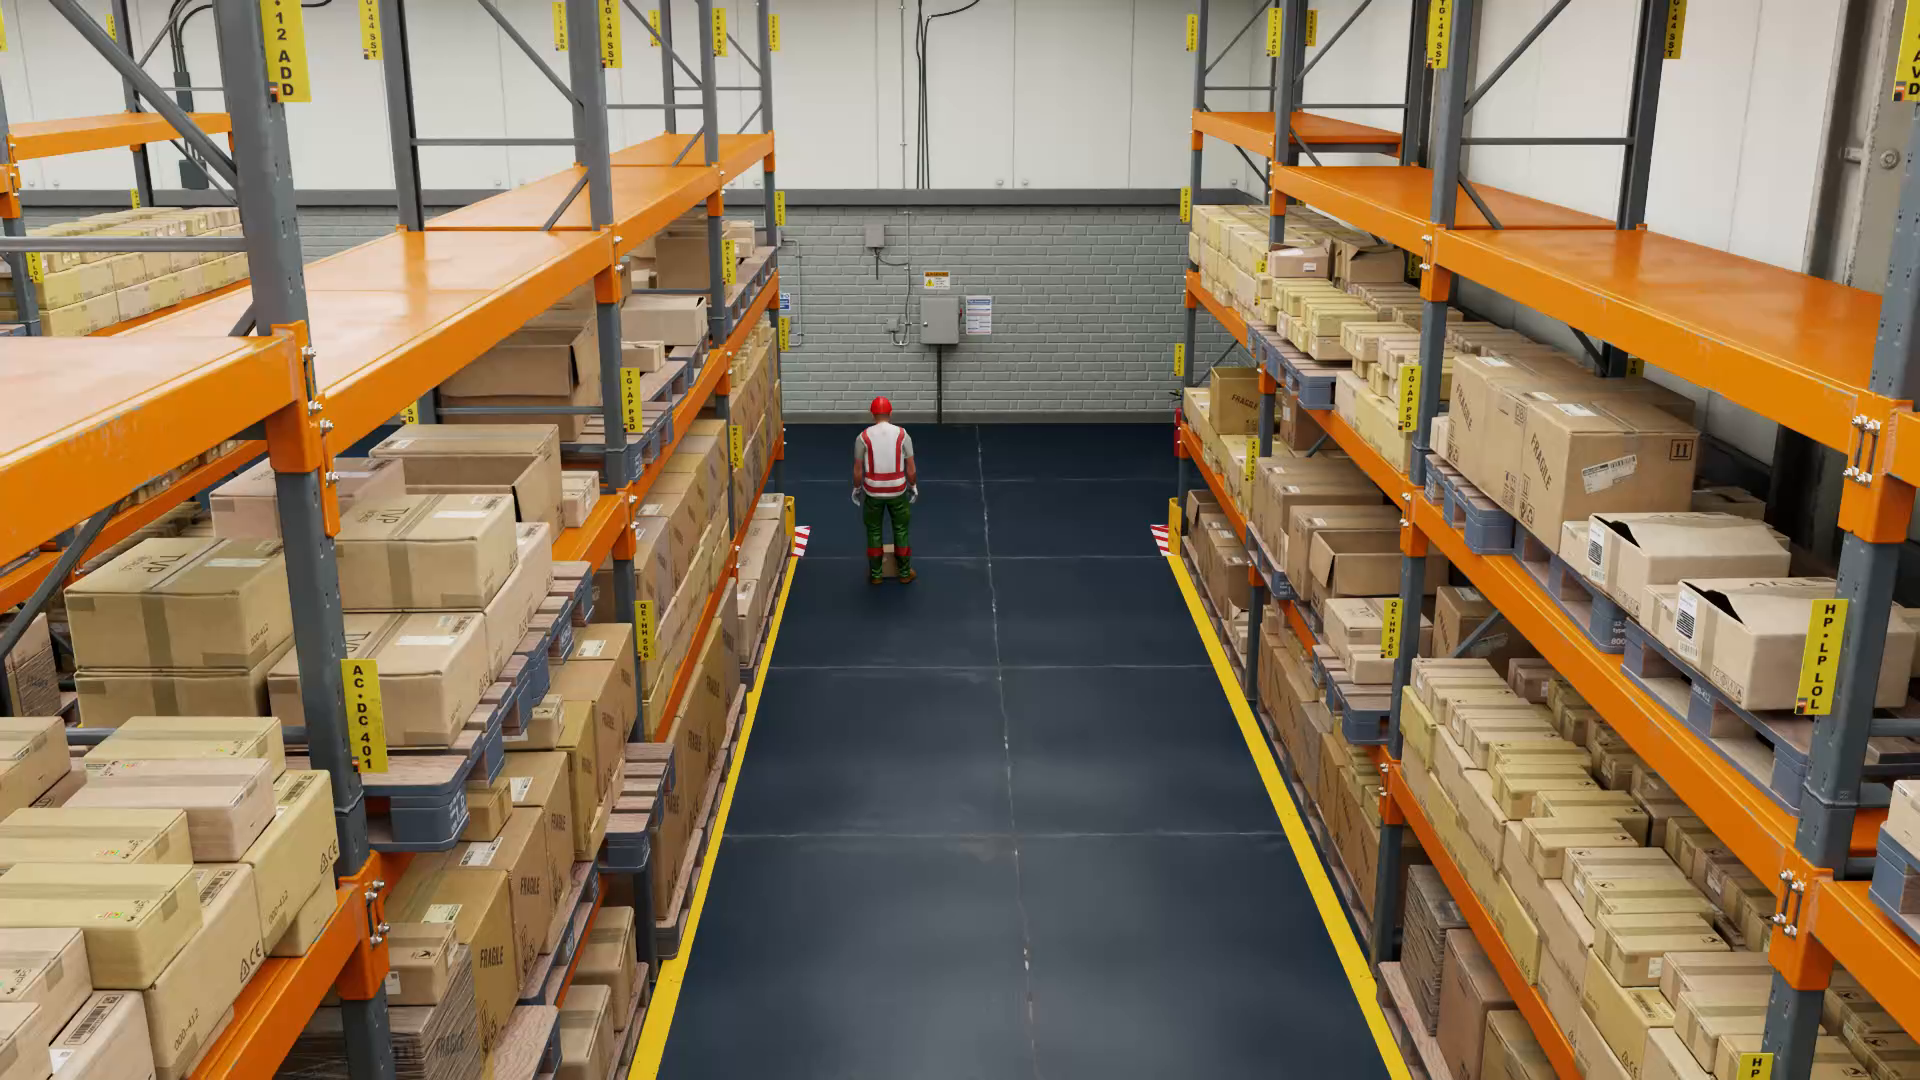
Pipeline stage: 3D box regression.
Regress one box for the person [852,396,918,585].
[{"bbox_3d":[-0.706,-0.465,15.633,0.623,1.780,0.450,-1,17,-5],"label":"person"}]
